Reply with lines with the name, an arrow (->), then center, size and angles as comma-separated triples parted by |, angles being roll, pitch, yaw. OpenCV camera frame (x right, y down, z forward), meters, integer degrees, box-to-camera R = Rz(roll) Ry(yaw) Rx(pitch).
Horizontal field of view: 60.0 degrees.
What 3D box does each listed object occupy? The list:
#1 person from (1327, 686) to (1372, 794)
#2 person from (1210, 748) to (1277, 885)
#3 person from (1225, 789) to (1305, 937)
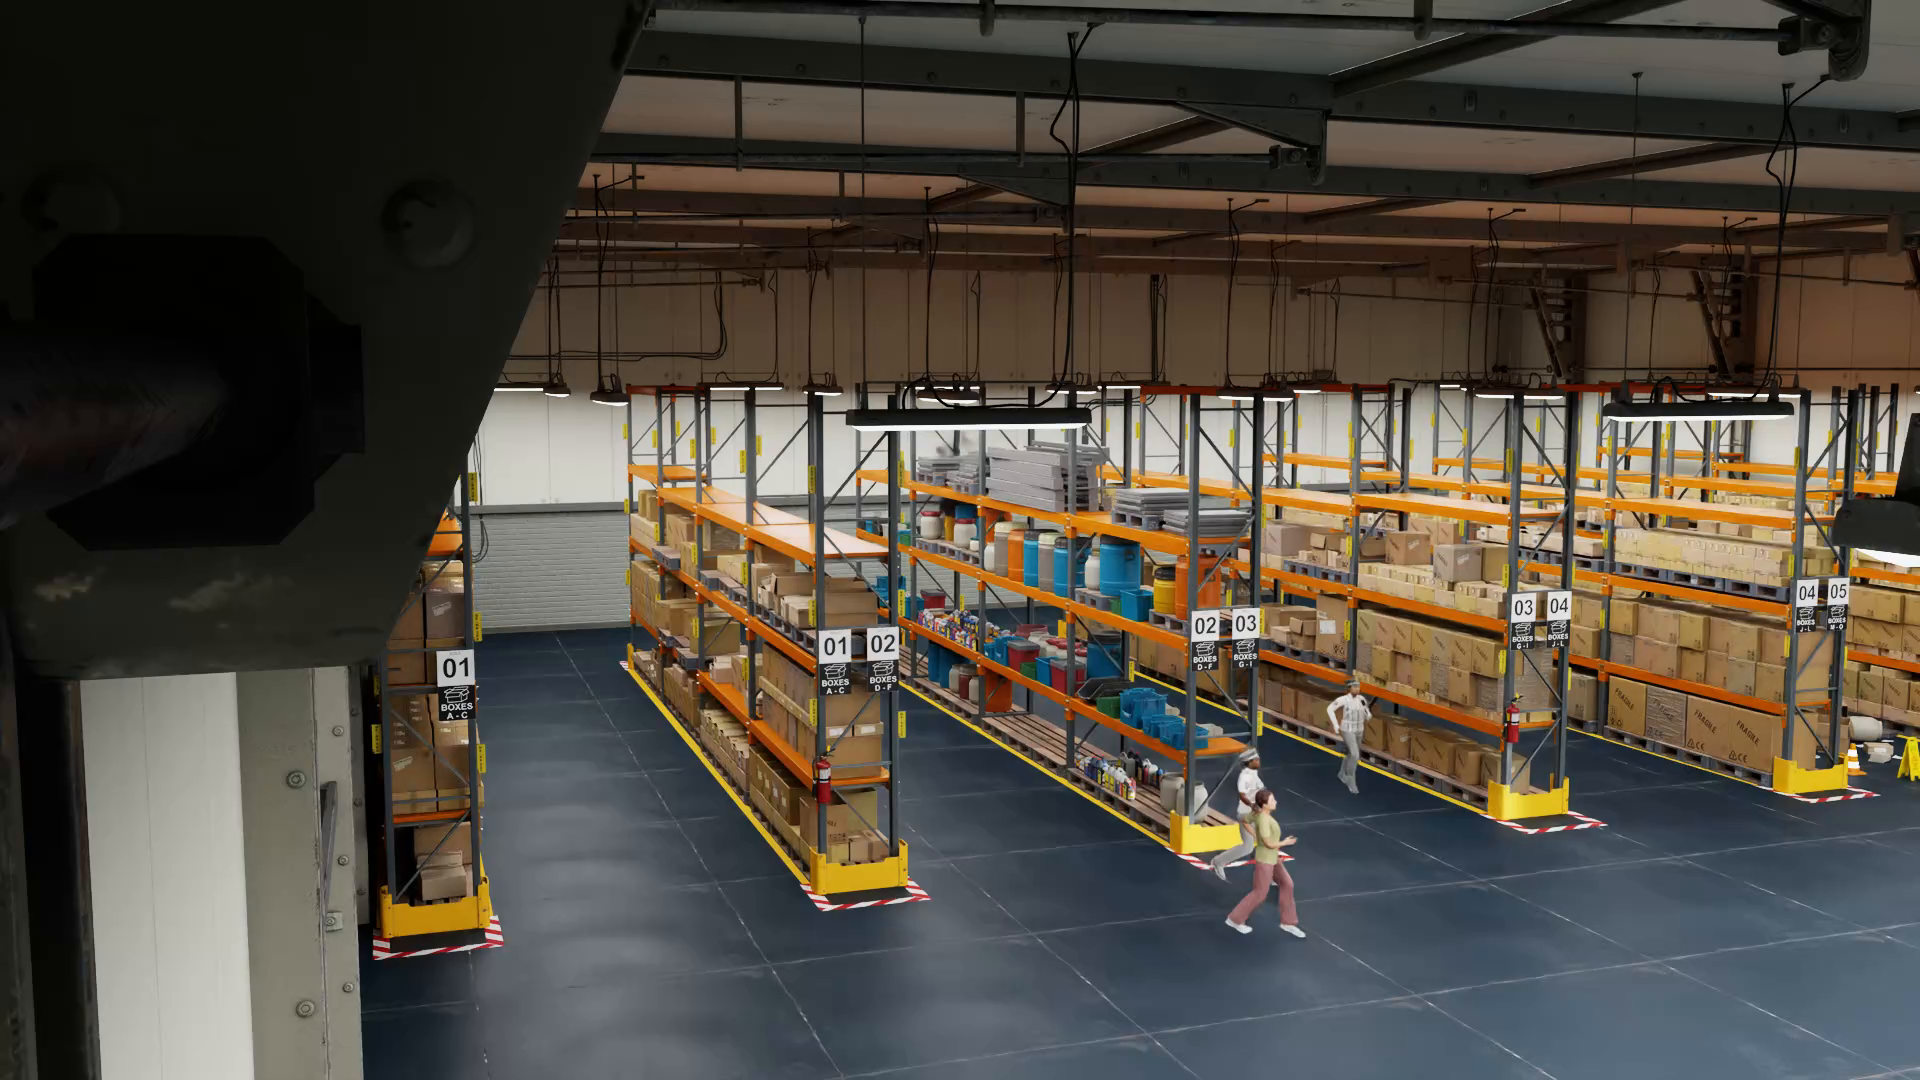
person -> 5.887, 2.940, 24.981 | 0.578, 1.707, 0.740 | -3, 7, -26
person -> 3.560, 3.382, 20.523 | 0.890, 1.660, 0.647 | 1, 6, 12
person -> 3.411, 3.600, 18.503 | 0.886, 1.689, 0.577 | 1, 6, 10
